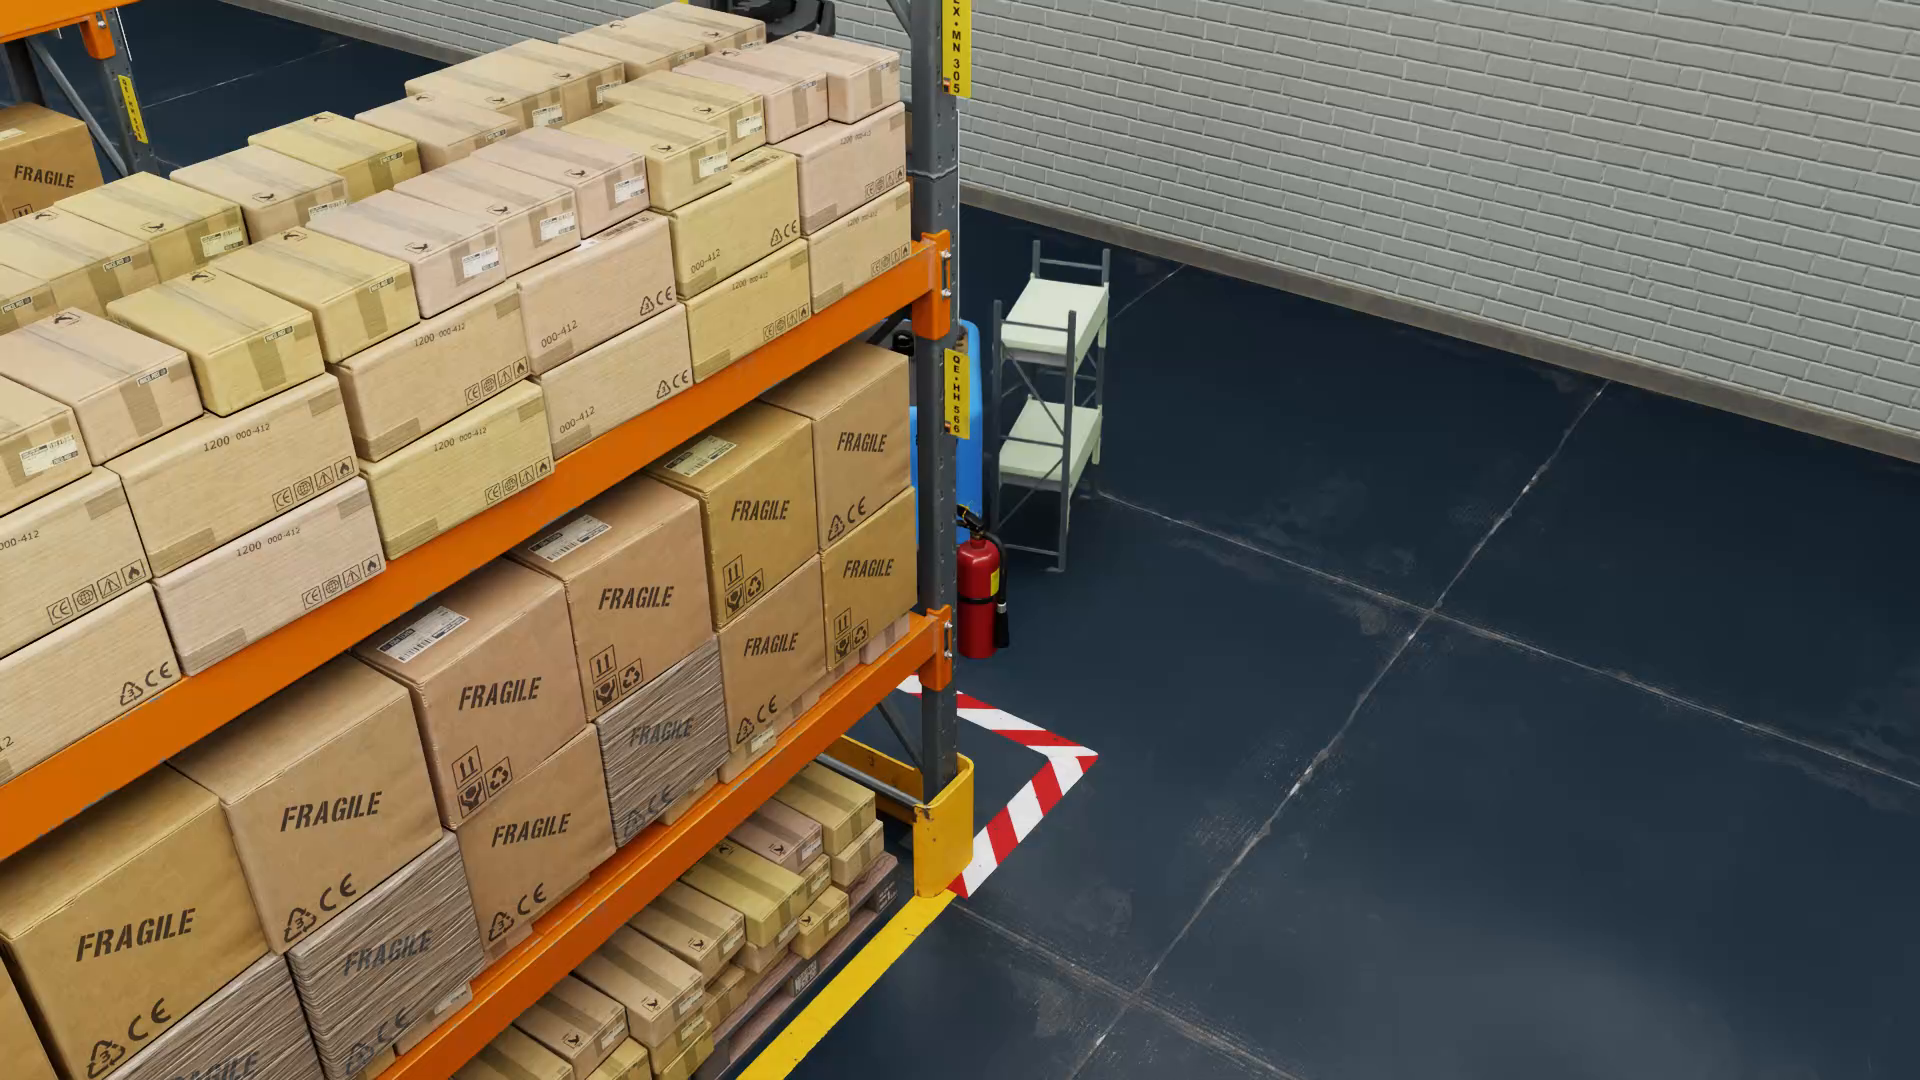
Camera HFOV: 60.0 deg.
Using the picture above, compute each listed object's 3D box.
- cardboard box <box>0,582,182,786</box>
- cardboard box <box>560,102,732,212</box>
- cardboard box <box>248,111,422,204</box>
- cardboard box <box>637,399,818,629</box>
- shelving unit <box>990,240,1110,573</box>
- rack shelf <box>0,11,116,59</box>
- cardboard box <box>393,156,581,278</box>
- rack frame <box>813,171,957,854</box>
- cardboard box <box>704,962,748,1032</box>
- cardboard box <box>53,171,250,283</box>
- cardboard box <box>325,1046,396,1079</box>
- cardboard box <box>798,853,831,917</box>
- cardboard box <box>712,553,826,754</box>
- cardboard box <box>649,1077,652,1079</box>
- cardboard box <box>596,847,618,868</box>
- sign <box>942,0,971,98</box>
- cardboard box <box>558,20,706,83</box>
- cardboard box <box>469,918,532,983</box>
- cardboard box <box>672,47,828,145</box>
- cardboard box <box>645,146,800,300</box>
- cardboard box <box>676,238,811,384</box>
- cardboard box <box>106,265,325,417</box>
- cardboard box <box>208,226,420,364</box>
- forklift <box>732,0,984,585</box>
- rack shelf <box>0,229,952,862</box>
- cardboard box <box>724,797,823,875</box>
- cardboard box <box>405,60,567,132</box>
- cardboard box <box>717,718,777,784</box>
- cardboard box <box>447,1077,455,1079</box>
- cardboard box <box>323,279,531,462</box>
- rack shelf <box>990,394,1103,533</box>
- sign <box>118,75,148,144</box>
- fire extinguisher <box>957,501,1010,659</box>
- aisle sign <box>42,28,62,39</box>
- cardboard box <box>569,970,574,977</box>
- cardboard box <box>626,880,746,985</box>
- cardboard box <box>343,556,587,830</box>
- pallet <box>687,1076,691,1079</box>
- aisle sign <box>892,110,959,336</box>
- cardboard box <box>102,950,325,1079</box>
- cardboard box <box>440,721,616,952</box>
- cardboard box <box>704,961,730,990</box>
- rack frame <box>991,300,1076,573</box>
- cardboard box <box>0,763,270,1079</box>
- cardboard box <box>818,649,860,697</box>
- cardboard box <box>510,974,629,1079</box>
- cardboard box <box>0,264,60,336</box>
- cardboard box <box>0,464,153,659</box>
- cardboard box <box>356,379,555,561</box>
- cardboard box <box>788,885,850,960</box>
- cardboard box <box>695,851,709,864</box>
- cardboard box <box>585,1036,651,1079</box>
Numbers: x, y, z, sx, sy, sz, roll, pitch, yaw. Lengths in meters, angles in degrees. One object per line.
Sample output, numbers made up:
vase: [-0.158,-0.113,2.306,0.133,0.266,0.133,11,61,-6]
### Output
cardboard box: [-1.976,0.228,3.368,0.500,0.250,0.500,21,39,27]
cardboard box: [-0.831,-1.020,4.410,0.380,0.149,0.250,22,40,29]
cardboard box: [-1.629,-0.979,4.349,0.380,0.149,0.250,23,40,30]
cardboard box: [-0.800,-0.126,5.187,0.500,0.500,0.500,20,39,27]
shelving unit: [0.462,-0.684,8.599,0.431,1.500,0.755,10,35,14]
rack shelf: [-5.612,-1.725,6.764,1.077,0.370,4.000,21,39,28]
cardboard box: [-1.159,-0.797,4.081,0.380,0.149,0.250,22,40,29]
rack frame: [-0.454,-0.071,6.352,1.000,3.000,0.127,21,39,28]
cardboard box: [-0.998,1.608,6.040,0.380,0.149,0.250,22,40,29]
cardboard box: [-1.937,-0.740,3.997,0.380,0.149,0.250,21,39,27]
cardboard box: [-1.752,1.348,4.479,0.380,0.149,0.250,22,40,29]
cardboard box: [-0.714,1.250,6.304,0.380,0.149,0.250,20,39,27]
cardboard box: [-0.797,0.289,5.466,0.500,0.500,0.500,21,39,27]
cardboard box: [-1.264,1.865,5.661,0.380,0.149,0.250,22,40,29]
cardboard box: [-1.215,0.838,5.232,0.380,0.149,0.250,20,39,26]
sign: [-0.010,-1.493,4.988,0.100,0.325,0.005,21,39,28]
cardboard box: [-0.986,-1.435,5.024,0.380,0.149,0.250,23,40,30]
cardboard box: [-1.479,1.089,4.862,0.380,0.149,0.250,23,40,30]
cardboard box: [-0.606,-1.287,4.806,0.380,0.149,0.250,22,40,29]
cardboard box: [-0.798,-0.929,4.632,0.500,0.250,0.500,20,39,27]
cardboard box: [-0.781,-0.720,4.769,0.500,0.250,0.500,21,39,28]
cardboard box: [-1.581,-0.428,3.536,0.380,0.149,0.250,23,41,30]
cardboard box: [-1.443,-0.553,3.720,0.380,0.149,0.250,20,39,27]
forklift: [-1.397,-1.213,8.102,3.031,2.935,1.130,0,34,-1]
rack shelf: [-1.595,-0.095,4.352,1.077,0.370,4.000,21,39,28]
cardboard box: [-0.738,1.112,6.243,0.380,0.149,0.250,22,40,29]
cardboard box: [-1.340,-1.222,4.709,0.380,0.149,0.250,22,40,29]
cardboard box: [-0.838,0.621,5.553,0.380,0.149,0.250,22,40,29]
cardboard box: [-1.629,1.828,5.183,0.380,0.149,0.250,20,39,26]
cardboard box: [-1.390,-0.466,3.947,0.500,0.250,0.500,19,39,26]
rack shelf: [0.462,-0.414,8.782,0.431,0.370,0.720,10,35,14]
sign: [-4.033,-2.099,8.107,0.100,0.325,0.005,21,39,28]
fire extinguisher: [0.069,0.147,6.432,0.296,0.674,0.183,21,39,28]
aisle sign: [-4.677,-2.907,8.226,0.394,0.787,0.004,21,39,28]
cardboard box: [-1.542,1.457,5.998,0.380,0.149,0.250,19,39,26]
cardboard box: [-0.981,1.371,5.860,0.380,0.149,0.250,20,39,26]
cardboard box: [-1.388,0.360,4.468,0.500,0.500,0.500,20,39,27]
pallet: [-1.686,2.041,5.719,1.003,0.211,1.213,21,39,28]
aisle sign: [-0.166,-1.085,5.532,0.394,0.787,0.004,21,39,28]
cardboard box: [-1.969,1.228,4.077,0.500,0.500,0.500,21,39,28]
cardboard box: [-1.371,0.752,4.781,0.500,0.500,0.500,23,41,30]
cardboard box: [-1.053,1.478,5.967,0.380,0.149,0.250,21,39,28]
rack frame: [0.355,-0.488,8.309,0.400,1.500,0.023,10,35,14]
cardboard box: [-1.994,0.818,3.791,0.500,0.500,0.500,20,39,27]
cardboard box: [-0.581,0.376,5.916,0.380,0.149,0.250,21,39,28]
cardboard box: [-1.330,1.598,5.524,0.380,0.149,0.250,20,39,27]
cardboard box: [-2.193,-0.496,3.635,0.380,0.149,0.250,20,39,26]
cardboard box: [-1.975,0.010,3.243,0.500,0.250,0.500,21,39,28]
cardboard box: [-1.362,-0.245,4.067,0.500,0.250,0.500,23,40,30]
cardboard box: [-0.646,1.396,6.354,0.380,0.149,0.250,23,40,30]
cardboard box: [-1.098,1.222,6.611,0.380,0.149,0.250,21,39,28]
cardboard box: [-1.262,1.741,5.577,0.380,0.149,0.250,23,41,30]
